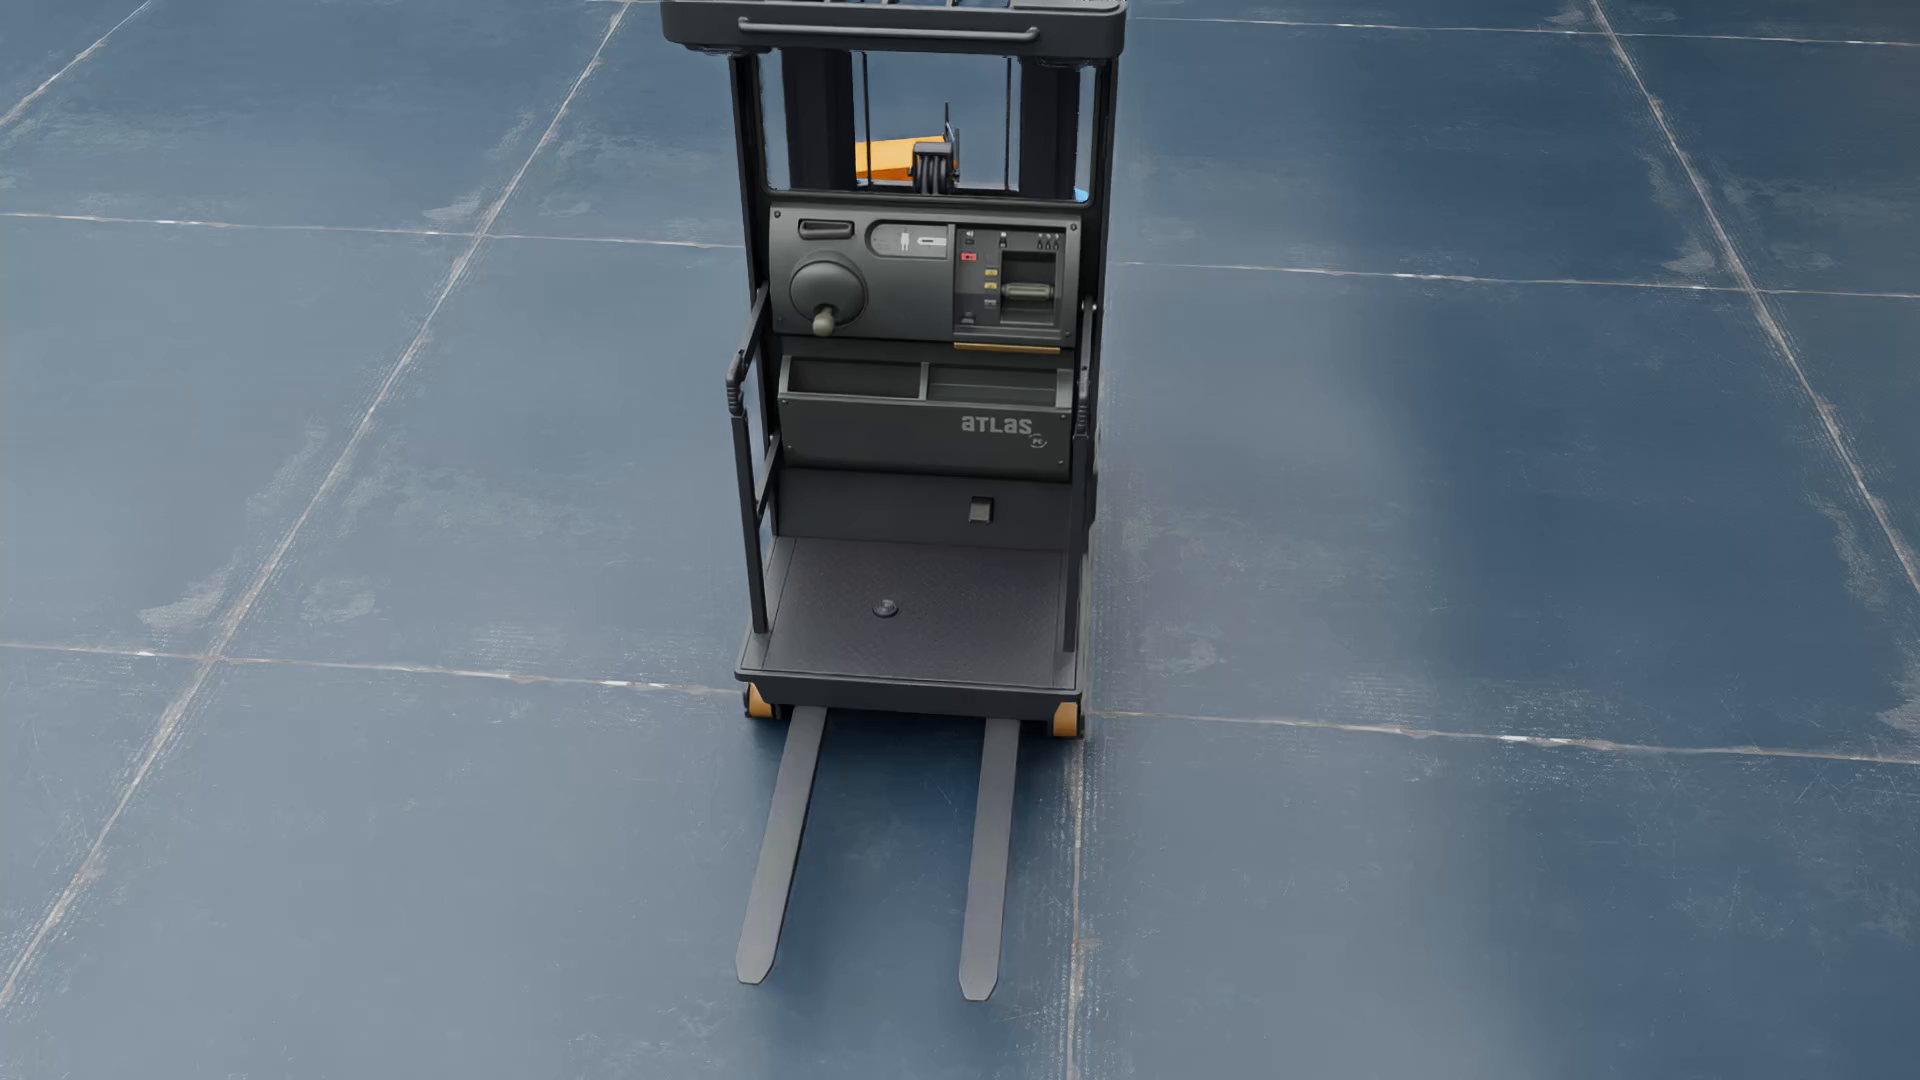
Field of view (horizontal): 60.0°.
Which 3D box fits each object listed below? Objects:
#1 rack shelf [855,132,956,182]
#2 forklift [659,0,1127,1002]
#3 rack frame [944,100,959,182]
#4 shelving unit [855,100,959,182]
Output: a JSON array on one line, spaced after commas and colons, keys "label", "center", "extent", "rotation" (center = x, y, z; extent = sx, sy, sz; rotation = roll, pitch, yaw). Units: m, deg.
[{"label": "rack shelf", "center": [-0.272, -1.439, 6.444], "extent": [0.480, 0.148, 0.258], "rotation": [-7, 40, -8]}, {"label": "forklift", "center": [-0.124, -0.715, 4.806], "extent": [1.130, 2.935, 3.031], "rotation": [3, 39, 4]}, {"label": "rack frame", "center": [-0.032, -1.162, 6.727], "extent": [0.015, 1.200, 0.240], "rotation": [-7, 40, -8]}, {"label": "shelving unit", "center": [-0.272, -1.134, 6.692], "extent": [0.503, 1.200, 0.258], "rotation": [-7, 40, -8]}]
